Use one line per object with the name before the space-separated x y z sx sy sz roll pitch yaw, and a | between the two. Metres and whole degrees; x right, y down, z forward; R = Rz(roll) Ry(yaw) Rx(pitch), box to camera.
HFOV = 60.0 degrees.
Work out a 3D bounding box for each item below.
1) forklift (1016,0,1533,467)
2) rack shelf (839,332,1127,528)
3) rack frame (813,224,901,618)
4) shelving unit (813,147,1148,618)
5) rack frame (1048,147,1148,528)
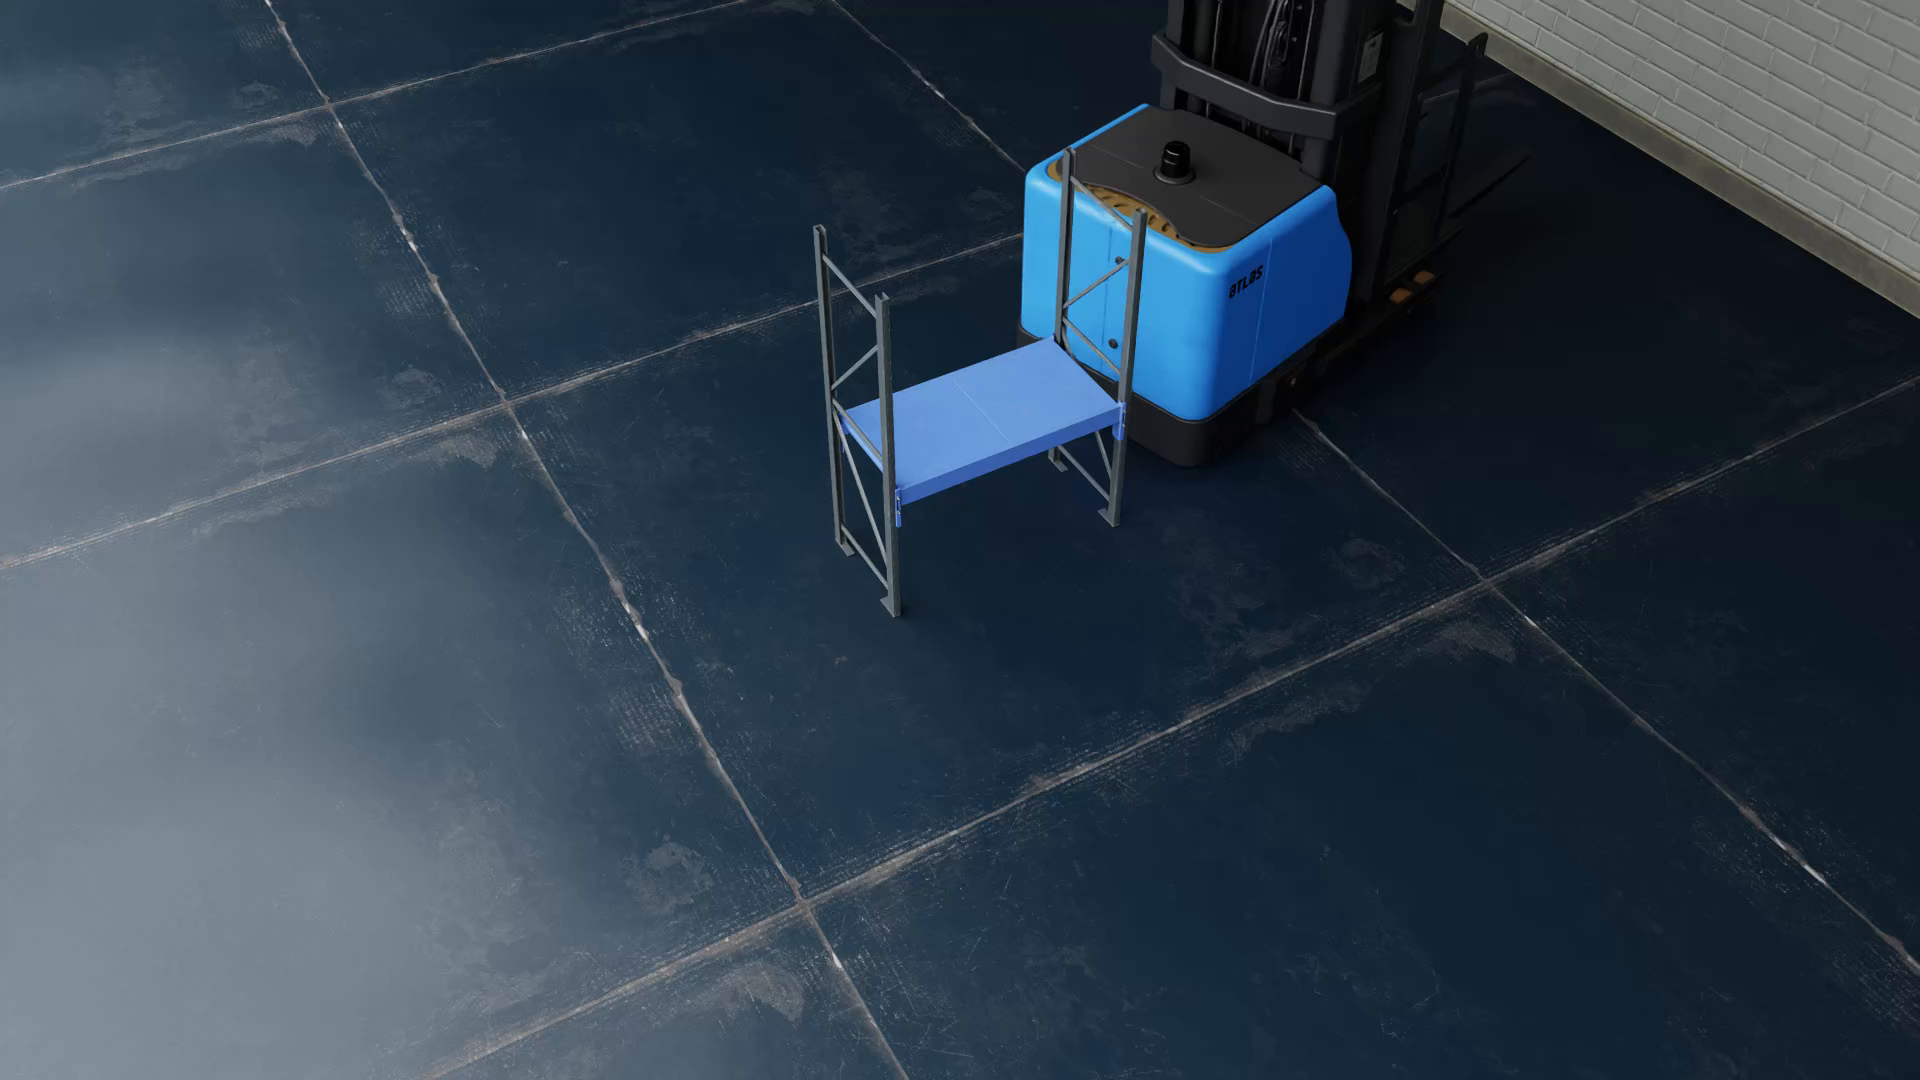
forklift | 1.635 -2.288 7.003 1.130 2.935 3.031 34 53 30
rack shelf | 0.074 -0.439 6.383 1.000 0.185 0.538 -22 48 -21
rack frame | -0.367 -0.391 6.076 0.032 1.500 0.500 -22 48 -21
shelving unit | 0.074 -0.568 6.258 1.048 1.500 0.538 -22 48 -21
rack frame | 0.515 -0.744 6.440 0.032 1.500 0.500 -22 48 -21
